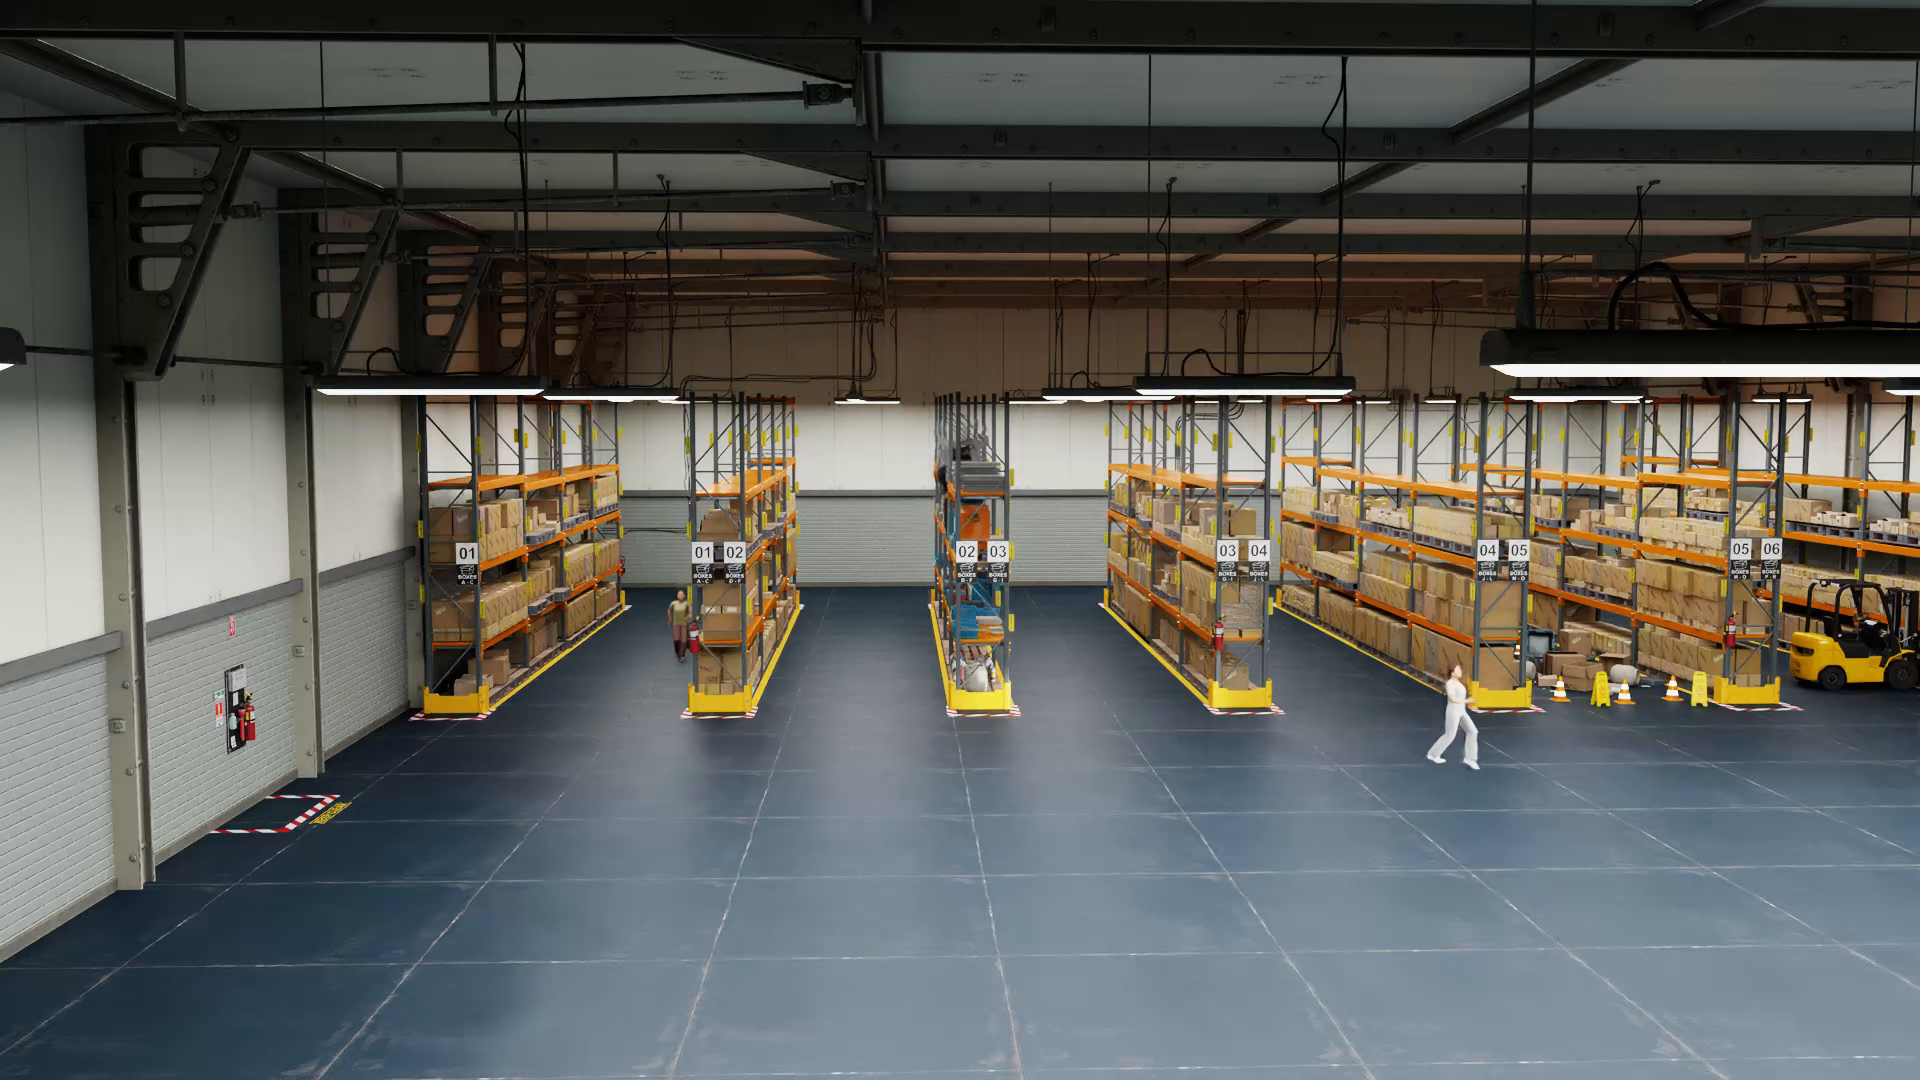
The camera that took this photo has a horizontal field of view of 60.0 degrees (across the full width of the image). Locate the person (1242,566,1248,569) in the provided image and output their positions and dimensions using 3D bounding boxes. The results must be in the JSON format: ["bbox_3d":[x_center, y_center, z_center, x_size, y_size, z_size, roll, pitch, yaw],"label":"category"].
[{"bbox_3d":[7.865,1.040,47.492,0.701,1.702,0.675,2,5,25],"label":"person"}]

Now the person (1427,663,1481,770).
[{"bbox_3d":[7.861,2.791,26.402,0.825,1.698,0.570,3,6,34],"label":"person"}]

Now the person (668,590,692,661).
[{"bbox_3d":[-6.249,1.915,37.192,0.551,1.625,0.688,-1,5,-9],"label":"person"}]
